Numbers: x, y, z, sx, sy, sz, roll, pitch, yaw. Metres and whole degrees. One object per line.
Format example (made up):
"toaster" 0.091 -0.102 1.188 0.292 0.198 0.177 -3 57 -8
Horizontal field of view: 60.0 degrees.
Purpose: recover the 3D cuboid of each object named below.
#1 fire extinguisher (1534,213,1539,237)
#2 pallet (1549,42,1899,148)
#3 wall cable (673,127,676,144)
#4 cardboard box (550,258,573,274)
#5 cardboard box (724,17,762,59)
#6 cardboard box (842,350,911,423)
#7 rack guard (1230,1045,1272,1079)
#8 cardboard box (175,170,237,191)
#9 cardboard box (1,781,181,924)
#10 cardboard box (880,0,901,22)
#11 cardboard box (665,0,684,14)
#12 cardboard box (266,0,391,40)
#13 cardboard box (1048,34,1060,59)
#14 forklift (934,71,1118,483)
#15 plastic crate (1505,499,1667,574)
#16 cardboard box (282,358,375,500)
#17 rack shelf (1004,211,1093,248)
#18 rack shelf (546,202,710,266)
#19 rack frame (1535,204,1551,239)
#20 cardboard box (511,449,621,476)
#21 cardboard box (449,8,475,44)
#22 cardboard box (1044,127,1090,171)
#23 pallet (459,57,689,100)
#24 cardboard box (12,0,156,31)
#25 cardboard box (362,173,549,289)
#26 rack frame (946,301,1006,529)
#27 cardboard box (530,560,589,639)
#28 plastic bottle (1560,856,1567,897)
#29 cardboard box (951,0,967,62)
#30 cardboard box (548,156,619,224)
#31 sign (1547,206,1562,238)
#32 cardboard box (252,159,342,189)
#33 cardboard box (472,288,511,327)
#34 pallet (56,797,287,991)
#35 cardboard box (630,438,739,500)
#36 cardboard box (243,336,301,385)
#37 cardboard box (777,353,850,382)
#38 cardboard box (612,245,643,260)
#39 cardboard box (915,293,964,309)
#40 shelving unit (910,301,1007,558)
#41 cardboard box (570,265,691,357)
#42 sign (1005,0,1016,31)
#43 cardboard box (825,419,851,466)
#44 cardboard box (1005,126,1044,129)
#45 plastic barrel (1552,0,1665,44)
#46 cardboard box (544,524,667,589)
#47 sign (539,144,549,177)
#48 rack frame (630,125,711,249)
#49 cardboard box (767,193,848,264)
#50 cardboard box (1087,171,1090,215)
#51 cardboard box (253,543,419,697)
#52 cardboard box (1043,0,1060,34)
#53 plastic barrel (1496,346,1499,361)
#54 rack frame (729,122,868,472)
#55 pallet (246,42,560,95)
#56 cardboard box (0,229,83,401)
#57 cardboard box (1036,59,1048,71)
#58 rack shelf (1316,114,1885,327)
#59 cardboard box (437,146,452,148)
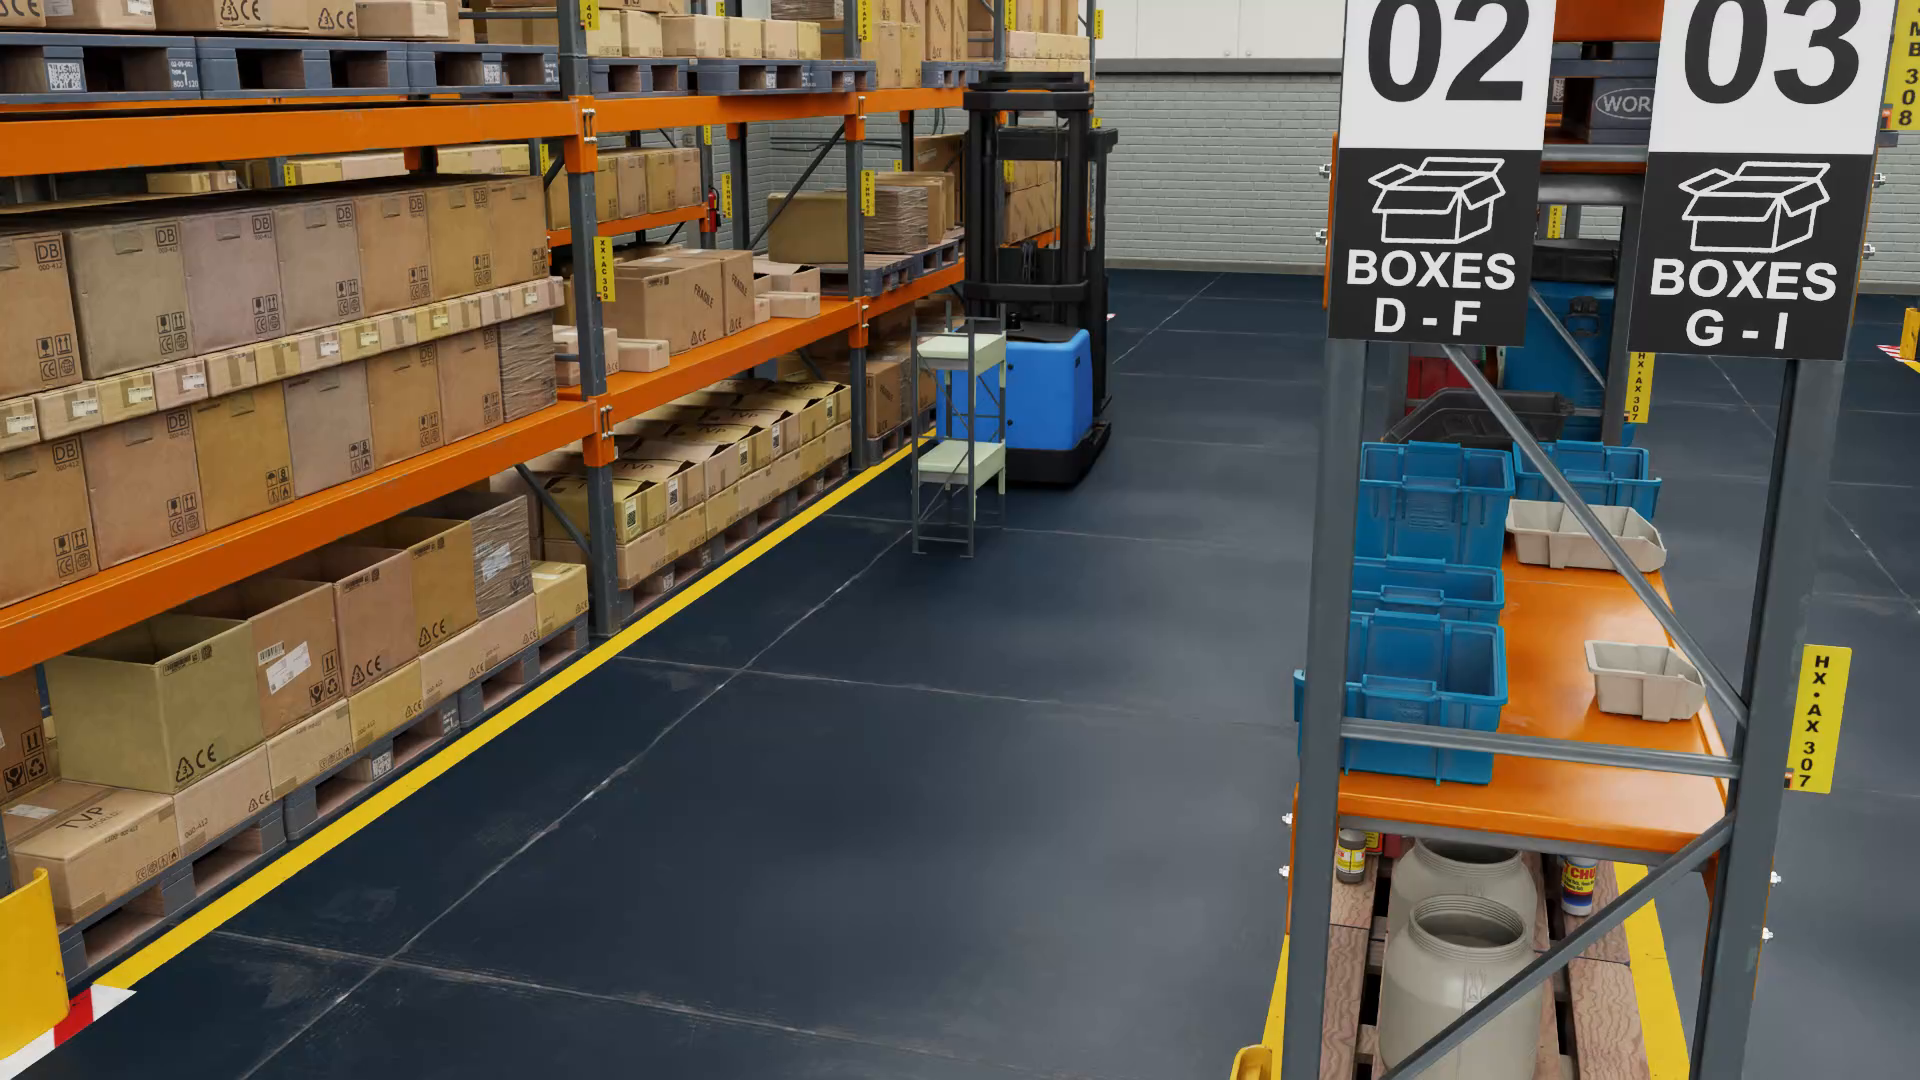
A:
"fire extinguisher" 6.296 -3.507 18.523 0.296 0.674 0.183 5 16 16
"pallet" 1.599 -1.095 4.041 1.003 0.211 1.213 5 16 16
"wall cable" -4.224 -5.385 22.456 0.084 1.984 1.851 5 16 16
"cardboard box" -4.517 -3.125 18.973 0.380 0.149 0.250 4 16 14
"cardboard box" -1.584 -3.174 10.532 0.500 0.250 0.500 4 16 15
"cardboard box" -0.658 -1.255 13.532 0.500 0.500 0.500 4 16 14
"rack guard" 1.247 1.645 4.112 1.175 0.500 0.348 5 16 16
"cardboard box" -6.024 -2.874 13.287 0.380 0.149 0.250 2 16 9
"cardboard box" -3.112 1.079 5.798 0.500 0.250 0.500 5 16 16
"cardboard box" -0.784 -4.364 13.207 0.500 0.500 0.500 5 16 16
"cardboard box" -3.628 -6.257 19.843 0.500 0.500 0.500 5 16 16
"cardboard box" -2.891 -2.382 7.371 0.500 0.311 0.500 4 16 13
"cardboard box" 0.744 -5.169 17.419 0.500 0.250 0.500 5 16 16
"forklift" 0.629 -2.182 13.150 1.130 2.935 3.031 3 16 12
"plastic crate" 2.188 -0.009 5.847 0.530 0.136 0.437 5 16 16
"cardboard box" -2.896 -0.493 6.888 0.700 0.500 0.500 5 17 18
"rack shelf" 0.501 -3.235 18.058 1.077 0.370 4.000 5 16 16
"rack shelf" -4.250 -3.619 19.408 1.077 0.370 4.000 5 16 16
"rack frame" 4.680 -2.673 14.757 1.000 3.000 0.127 5 16 16
"cardboard box" -2.359 -0.379 9.910 0.500 0.311 0.500 5 17 17
"cardboard box" -5.174 -4.923 16.201 0.700 0.500 0.500 4 16 13
"cardboard box" 1.206 -4.496 19.168 0.500 0.500 0.500 4 16 15
"pallet" -2.103 -2.548 9.169 0.805 0.209 1.217 4 16 14
"cardboard box" -2.974 -1.805 5.632 0.380 0.149 0.250 5 16 16
"cardboard box" -2.461 -1.521 8.134 0.700 0.500 0.500 5 17 16
"rack frame" 0.102 -0.816 10.956 0.400 1.500 0.023 5 16 16
"cardboard box" -2.263 0.294 8.566 0.500 0.250 0.500 5 16 16
"plastic bottle" 2.114 1.124 5.693 0.097 0.201 0.097 0 16 0
"cardboard box" -0.281 -4.674 15.176 0.600 0.600 0.600 3 16 11
"cardboard box" -4.436 -3.917 18.592 0.980 0.700 0.700 4 16 14
"sign" 5.207 -2.763 14.567 0.100 0.325 0.005 5 16 16
"cardboard box" -5.570 -3.063 13.991 0.500 0.250 0.500 5 17 17
"cardboard box" -2.357 -1.104 7.854 0.380 0.149 0.250 4 16 14
"pallet" -3.301 1.219 6.143 1.003 0.211 1.213 5 16 16
"cardboard box" -1.692 -0.469 10.228 0.500 0.311 0.500 4 16 14
"cardboard box" -2.796 -0.702 6.435 0.380 0.149 0.250 4 16 15
"cardboard box" -1.164 -1.284 13.633 0.500 0.500 0.500 5 17 18
"cardboard box" -4.084 -3.524 20.380 0.380 0.149 0.250 5 16 16
"cardboard box" -0.178 -2.238 16.999 0.500 0.500 0.500 5 16 16
"shelving unit" -0.002 -0.720 10.619 0.431 1.500 0.755 5 16 16
"cardboard box" -1.958 -1.351 9.912 0.500 0.500 0.500 6 17 20
"sign" 0.465 -4.897 15.433 0.100 0.325 0.005 5 16 16
"cardboard box" -1.120 -0.734 12.191 0.500 0.250 0.500 5 17 17
"cardboard box" 0.690 -4.538 19.317 0.500 0.500 0.500 5 17 18
"plastic barrel" 1.286 -1.522 3.646 0.600 0.830 0.708 5 16 16
"cardboard box" -1.989 0.069 9.358 0.500 0.250 0.500 4 16 15
"sign" -4.295 -3.921 17.179 0.100 0.325 0.005 5 16 16
"rack frame" -3.681 -4.488 21.155 1.000 3.000 0.127 5 16 16
"cardboard box" -1.133 -2.435 12.966 0.700 0.500 0.500 -1 16 -3
"cardboard box" 1.203 -4.015 19.303 0.500 0.500 0.500 5 17 18
"cardboard box" -2.683 0.326 7.078 0.500 0.500 0.500 5 16 16
"cardboard box" 0.676 -5.678 17.838 0.700 0.500 0.500 5 16 16
"plastic barrel" 3.221 -1.184 9.258 0.433 0.535 0.433 0 16 0
"rack frame" -1.204 -2.012 12.425 1.000 3.000 0.127 5 16 16
"pallet" -2.559 -2.141 7.544 1.003 0.211 1.213 5 16 16
"cardboard box" -3.318 -0.726 5.331 0.700 0.500 0.500 5 16 16
"cardboard box" 0.597 -4.798 17.028 0.500 0.250 0.500 5 16 16
"rack shelf" 1.839 -1.154 5.222 1.077 0.370 4.000 5 16 16
"cardboard box" -5.341 -3.766 16.469 0.500 0.250 0.500 5 17 17
